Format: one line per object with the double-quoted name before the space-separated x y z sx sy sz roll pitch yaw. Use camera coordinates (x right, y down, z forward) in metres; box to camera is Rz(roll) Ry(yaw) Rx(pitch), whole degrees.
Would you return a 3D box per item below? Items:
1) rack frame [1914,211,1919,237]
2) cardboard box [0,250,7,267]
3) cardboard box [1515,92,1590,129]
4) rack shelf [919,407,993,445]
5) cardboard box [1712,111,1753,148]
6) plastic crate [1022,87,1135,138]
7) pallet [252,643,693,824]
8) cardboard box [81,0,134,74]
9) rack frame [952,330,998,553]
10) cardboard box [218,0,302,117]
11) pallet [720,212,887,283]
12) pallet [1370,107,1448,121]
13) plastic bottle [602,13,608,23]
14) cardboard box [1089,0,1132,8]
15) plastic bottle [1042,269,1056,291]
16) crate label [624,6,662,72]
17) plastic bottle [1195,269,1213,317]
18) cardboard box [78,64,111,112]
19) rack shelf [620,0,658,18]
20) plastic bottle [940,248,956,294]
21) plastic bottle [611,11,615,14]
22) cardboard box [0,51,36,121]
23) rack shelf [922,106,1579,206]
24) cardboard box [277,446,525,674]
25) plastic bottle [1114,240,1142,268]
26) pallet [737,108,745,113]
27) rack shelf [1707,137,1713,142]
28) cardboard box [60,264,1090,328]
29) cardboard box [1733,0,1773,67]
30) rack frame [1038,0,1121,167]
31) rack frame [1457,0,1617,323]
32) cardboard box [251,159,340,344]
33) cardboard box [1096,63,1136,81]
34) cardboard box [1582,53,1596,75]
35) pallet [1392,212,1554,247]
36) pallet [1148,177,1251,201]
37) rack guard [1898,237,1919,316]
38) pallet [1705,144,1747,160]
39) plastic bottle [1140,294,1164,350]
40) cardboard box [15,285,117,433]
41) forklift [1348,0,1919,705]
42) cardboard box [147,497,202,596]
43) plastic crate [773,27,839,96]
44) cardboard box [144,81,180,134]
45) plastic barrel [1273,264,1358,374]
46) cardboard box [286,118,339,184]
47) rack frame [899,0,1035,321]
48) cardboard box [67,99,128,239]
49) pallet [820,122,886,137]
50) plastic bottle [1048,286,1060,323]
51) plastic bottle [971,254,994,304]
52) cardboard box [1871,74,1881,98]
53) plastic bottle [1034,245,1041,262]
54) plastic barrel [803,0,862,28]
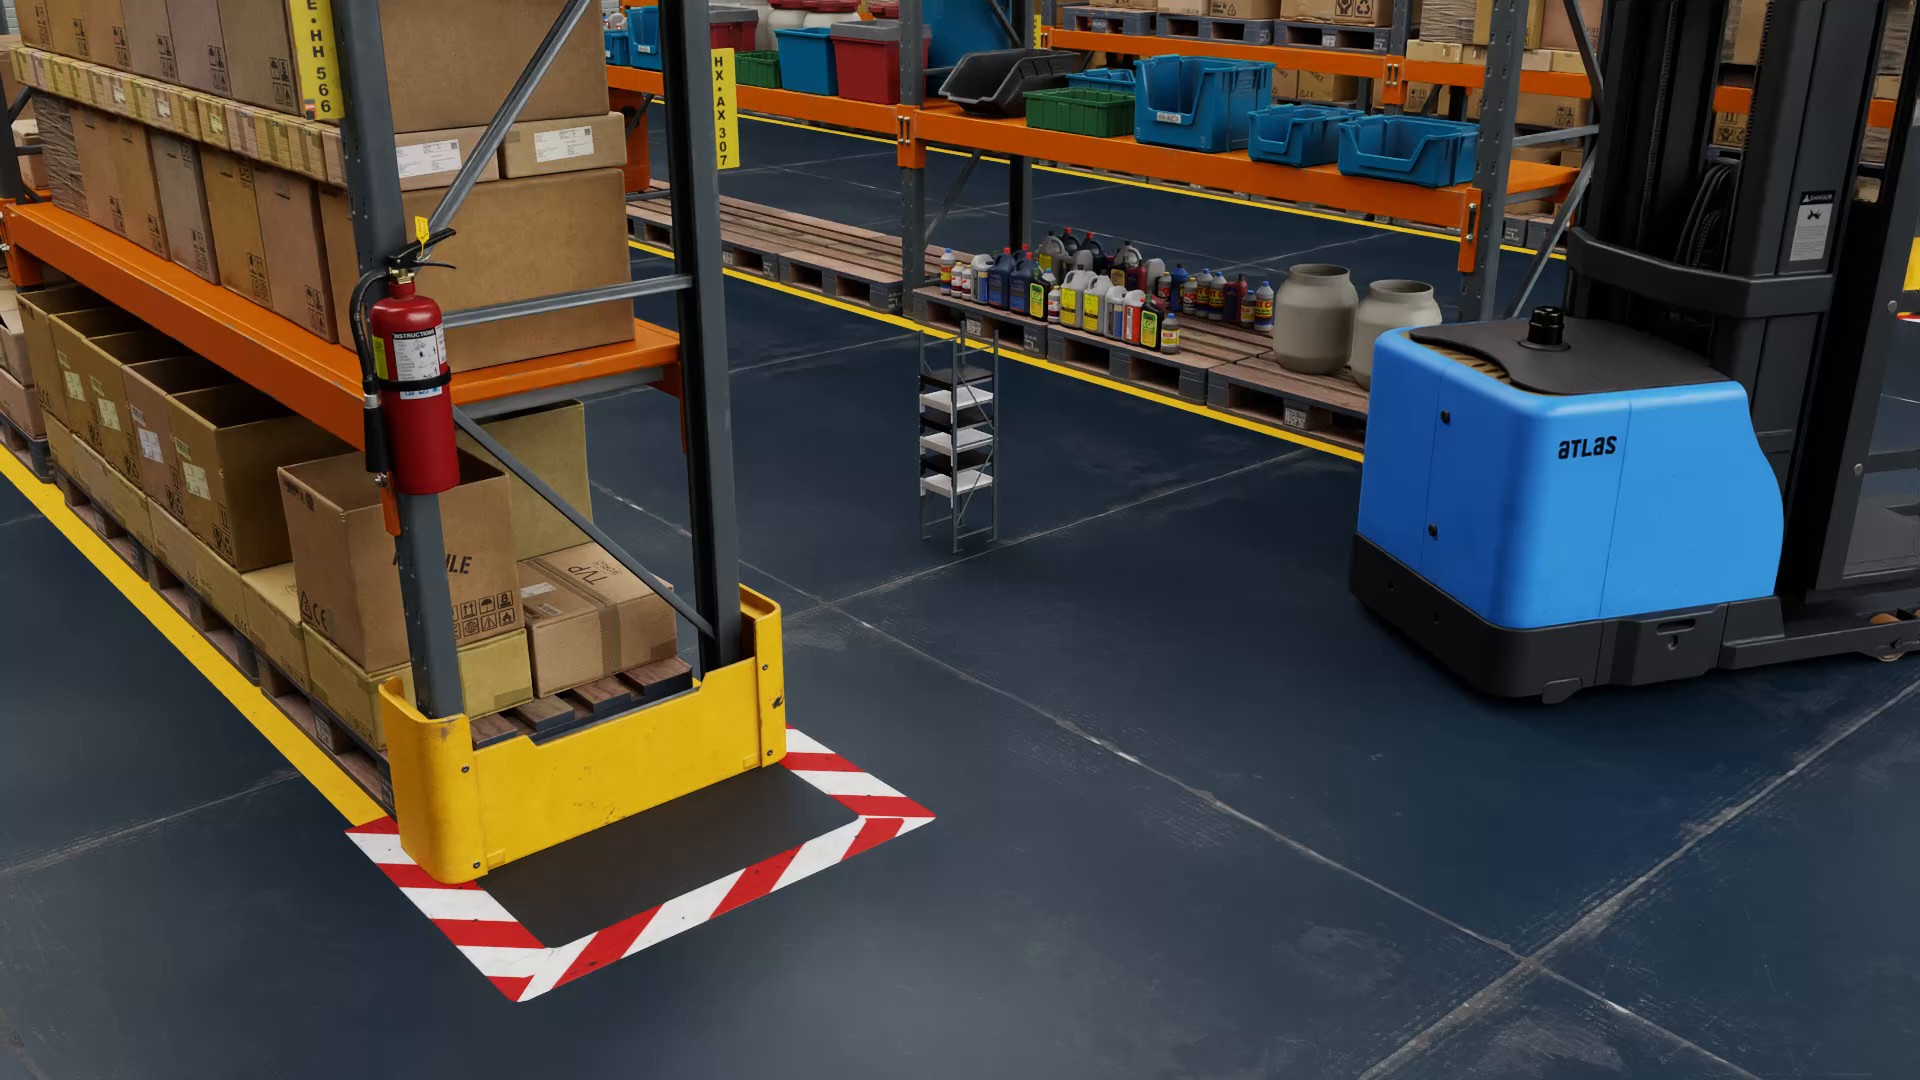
"rack frame" 6.415 -2.991 10.507 1.000 3.000 0.127 -17 27 -37
"cardboard box" -5.178 -1.379 8.818 0.500 0.311 0.500 -18 28 -38
"cardboard box" 6.528 -4.814 17.672 1.050 0.750 0.750 -17 27 -37
"rack shelf" -0.005 -0.474 6.805 0.258 0.077 0.200 -17 27 -37
"cardboard box" 7.985 -4.265 16.097 0.875 0.875 0.875 -17 27 -37
"plastic crate" 0.724 -2.376 9.228 0.450 0.188 0.662 -17 27 -37
"pallet" -1.623 0.463 5.511 1.003 0.211 1.213 -17 27 -37
"cardboard box" -2.751 -1.991 6.037 0.700 0.500 0.500 -17 27 -37
"rack frame" 0.061 -0.393 6.754 0.240 0.900 0.006 -17 27 -37
"cardboard box" -1.769 -1.575 4.976 0.700 0.500 0.500 -18 28 -39
"pallet" -1.291 -2.164 12.218 1.003 0.211 1.213 -17 27 -37
"pallet" 5.474 -4.820 19.000 1.003 0.211 1.213 -17 27 -37
"plastic bottle" -3.000 -4.311 14.053 0.097 0.271 0.097 0 21 0
"cardboard box" 1.576 -5.304 15.699 0.500 0.500 0.500 18 28 39
"plastic bottle" 0.512 -1.446 9.700 0.097 0.271 0.097 0 21 0
"crate label" -2.115 -3.700 12.268 0.502 0.435 0.616 -17 27 -37
"plastic bottle" 1.427 -1.444 9.695 0.097 0.271 0.097 0 21 0
"cardboard box" -3.007 -1.685 6.147 0.380 0.149 0.250 -19 28 -39
"rack shelf" -2.723 -6.524 20.514 1.077 0.370 4.000 -17 27 -37
"plastic bottle" -0.072 -1.659 10.245 0.097 0.271 0.097 0 21 0
"plastic bottle" -2.951 -4.340 14.112 0.061 0.283 0.133 -17 27 -37
"cardboard box" -4.536 -2.147 8.216 0.500 0.500 0.500 -15 26 -34
"rack shelf" 1.358 -2.120 9.003 0.919 0.124 3.809 -17 27 -37
"cardboard box" -1.667 0.025 4.975 0.500 0.500 0.500 -17 27 -37
"plastic bottle" 1.027 -1.637 10.079 0.144 0.351 0.185 -18 27 -38
"pallet" -2.655 -5.574 20.926 1.003 0.211 1.213 -17 27 -37
"rack shelf" 8.769 -7.552 22.153 10.930 2.616 8.131 -17 27 -37
"cardboard box" -2.007 -1.374 9.133 4.512 0.551 3.341 -19 28 -39
"cardboard box" 5.660 -3.444 11.119 0.875 0.500 0.500 -17 27 -37
"rack frame" 1.193 -5.201 16.151 1.000 3.000 0.127 -17 27 -37
"rack frame" 2.663 -1.812 7.497 1.000 3.000 0.127 -17 27 -37
"cardboard box" -1.733 -0.956 5.175 0.700 0.500 0.500 -17 27 -36
"cardboard box" 1.653 -4.413 15.935 0.500 0.250 0.500 -16 27 -35
"cardboard box" 4.706 -3.437 11.990 0.380 0.149 0.250 -17 27 -37
"pallet" 4.269 -2.621 13.385 1.003 0.211 1.213 -17 27 -37
"pallet" 2.494 -3.350 15.247 1.003 0.211 1.213 -17 27 -37
"rack guard" 6.366 -1.848 11.017 1.175 0.500 0.348 -17 27 -37
"pallet" 8.065 -3.722 16.197 1.003 0.211 1.213 -17 27 -37
"plastic bottle" 1.042 -1.183 9.013 0.061 0.283 0.133 -17 27 -36
"cardboard box" -3.637 -0.801 7.081 0.500 0.500 0.500 -17 27 -37
"forklift" 3.048 -1.111 5.802 3.031 2.935 1.130 -6 22 -16
"cardboard box" -2.654 -0.038 6.163 0.500 0.250 0.500 -17 27 -37
"plastic crate" -0.904 -3.140 10.911 0.392 0.384 0.575 -17 27 -37
"cardboard box" -2.500 -1.471 5.599 0.380 0.149 0.250 -18 28 -38
"plastic barrel" 1.848 -1.151 8.645 0.421 0.512 0.421 0 21 0
"cardboard box" -1.658 -1.115 4.690 0.380 0.149 0.250 -17 27 -36
"rack frame" 0.052 -2.917 10.319 1.000 3.000 0.127 -17 27 -37
"cardboard box" -3.059 -1.520 6.615 0.700 0.500 0.500 -18 28 -38
"pallet" -0.857 -4.813 18.982 1.003 0.211 1.213 -17 27 -37
"plastic bottle" 0.555 -1.361 9.580 0.097 0.201 0.097 0 21 0
"plastic bottle" 0.160 -1.578 10.032 0.152 0.276 0.135 -16 27 -36
"cardboard box" 5.910 -2.973 10.805 0.380 0.149 0.250 -17 27 -37
"plastic bottle" 0.525 -1.793 10.682 0.097 0.201 0.097 0 21 0
"plastic barrel" -0.885 -3.499 11.619 0.433 0.535 0.433 0 21 0
